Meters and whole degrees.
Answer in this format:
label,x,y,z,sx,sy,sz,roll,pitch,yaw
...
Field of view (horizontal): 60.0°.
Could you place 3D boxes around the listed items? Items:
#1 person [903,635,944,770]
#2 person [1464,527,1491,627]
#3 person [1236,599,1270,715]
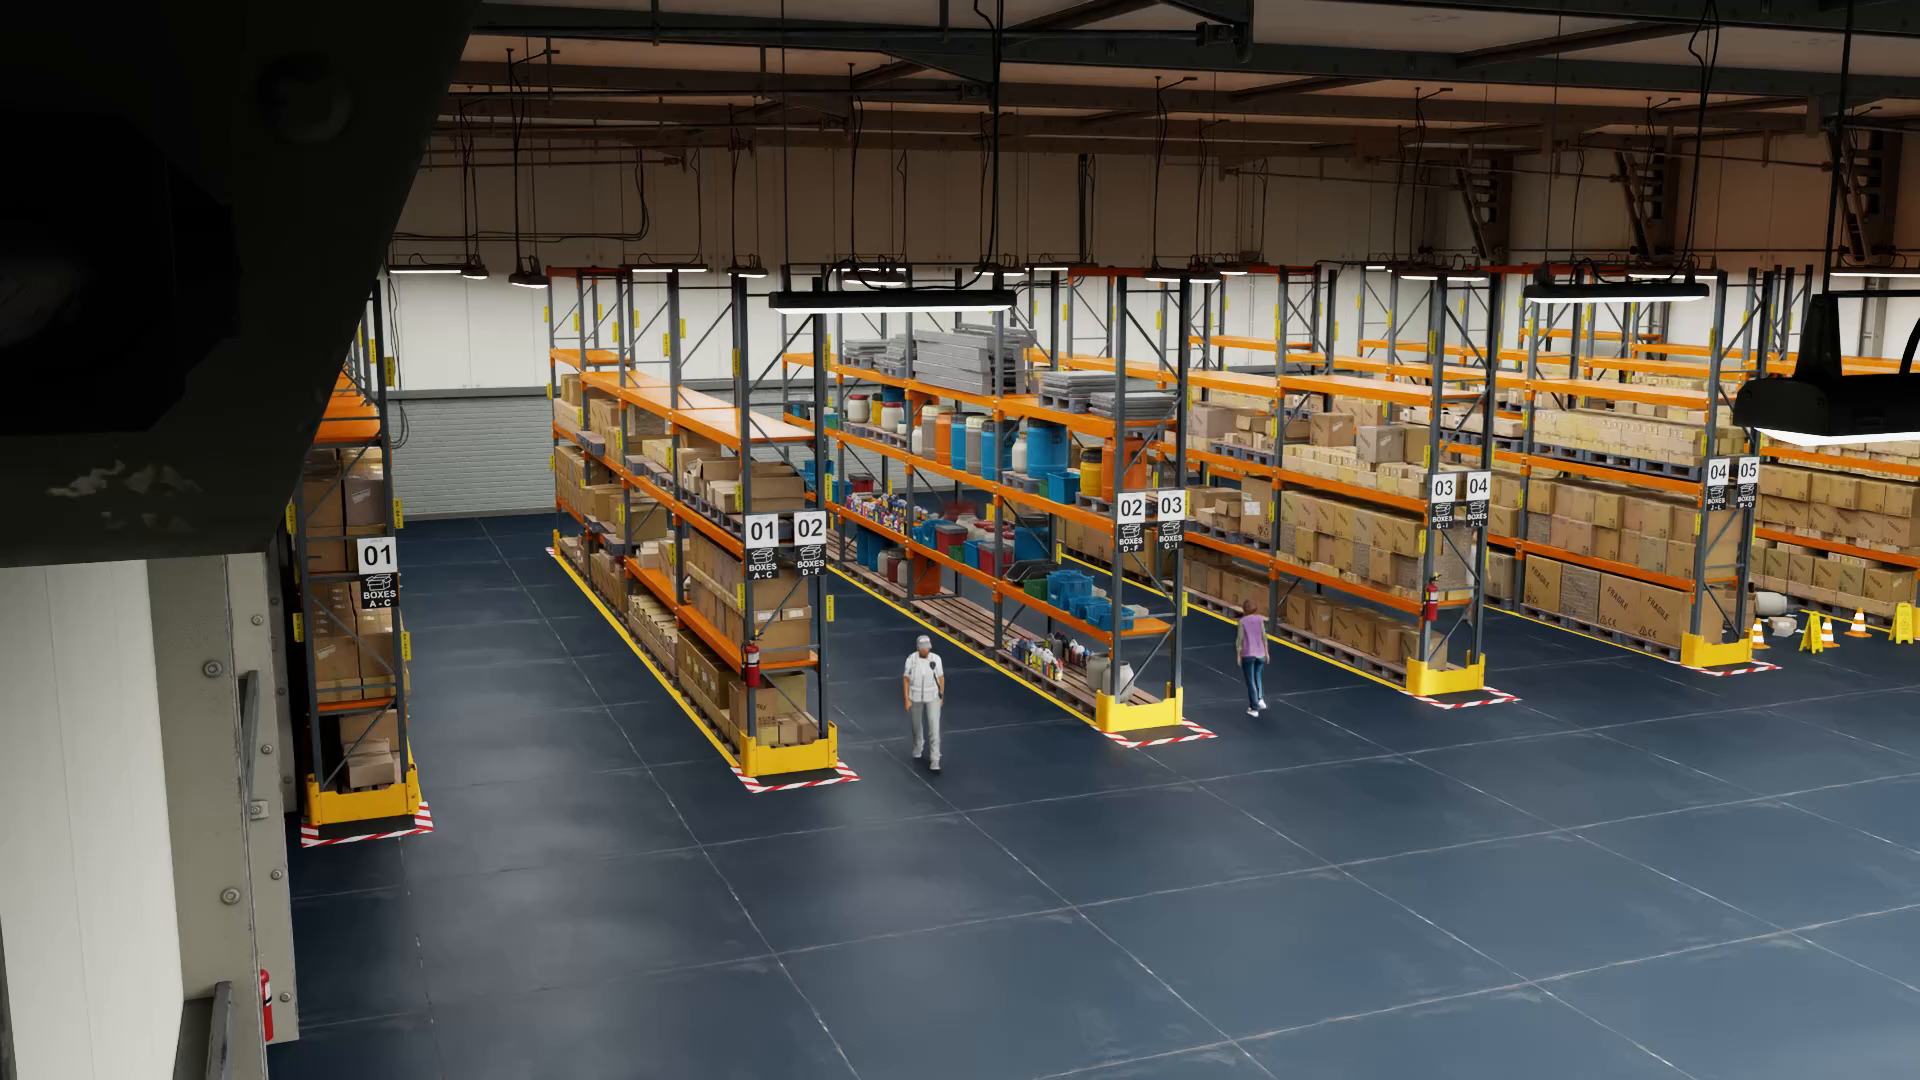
label,x,y,z,sx,sy,sz,roll,pitch,yaw
person,-0.454,1.975,20.597,0.500,1.627,0.925,1,10,5
person,8.765,0.620,28.325,0.501,1.699,0.617,-2,10,-11
person,4.009,1.603,22.821,0.450,1.581,0.470,-2,10,-11
